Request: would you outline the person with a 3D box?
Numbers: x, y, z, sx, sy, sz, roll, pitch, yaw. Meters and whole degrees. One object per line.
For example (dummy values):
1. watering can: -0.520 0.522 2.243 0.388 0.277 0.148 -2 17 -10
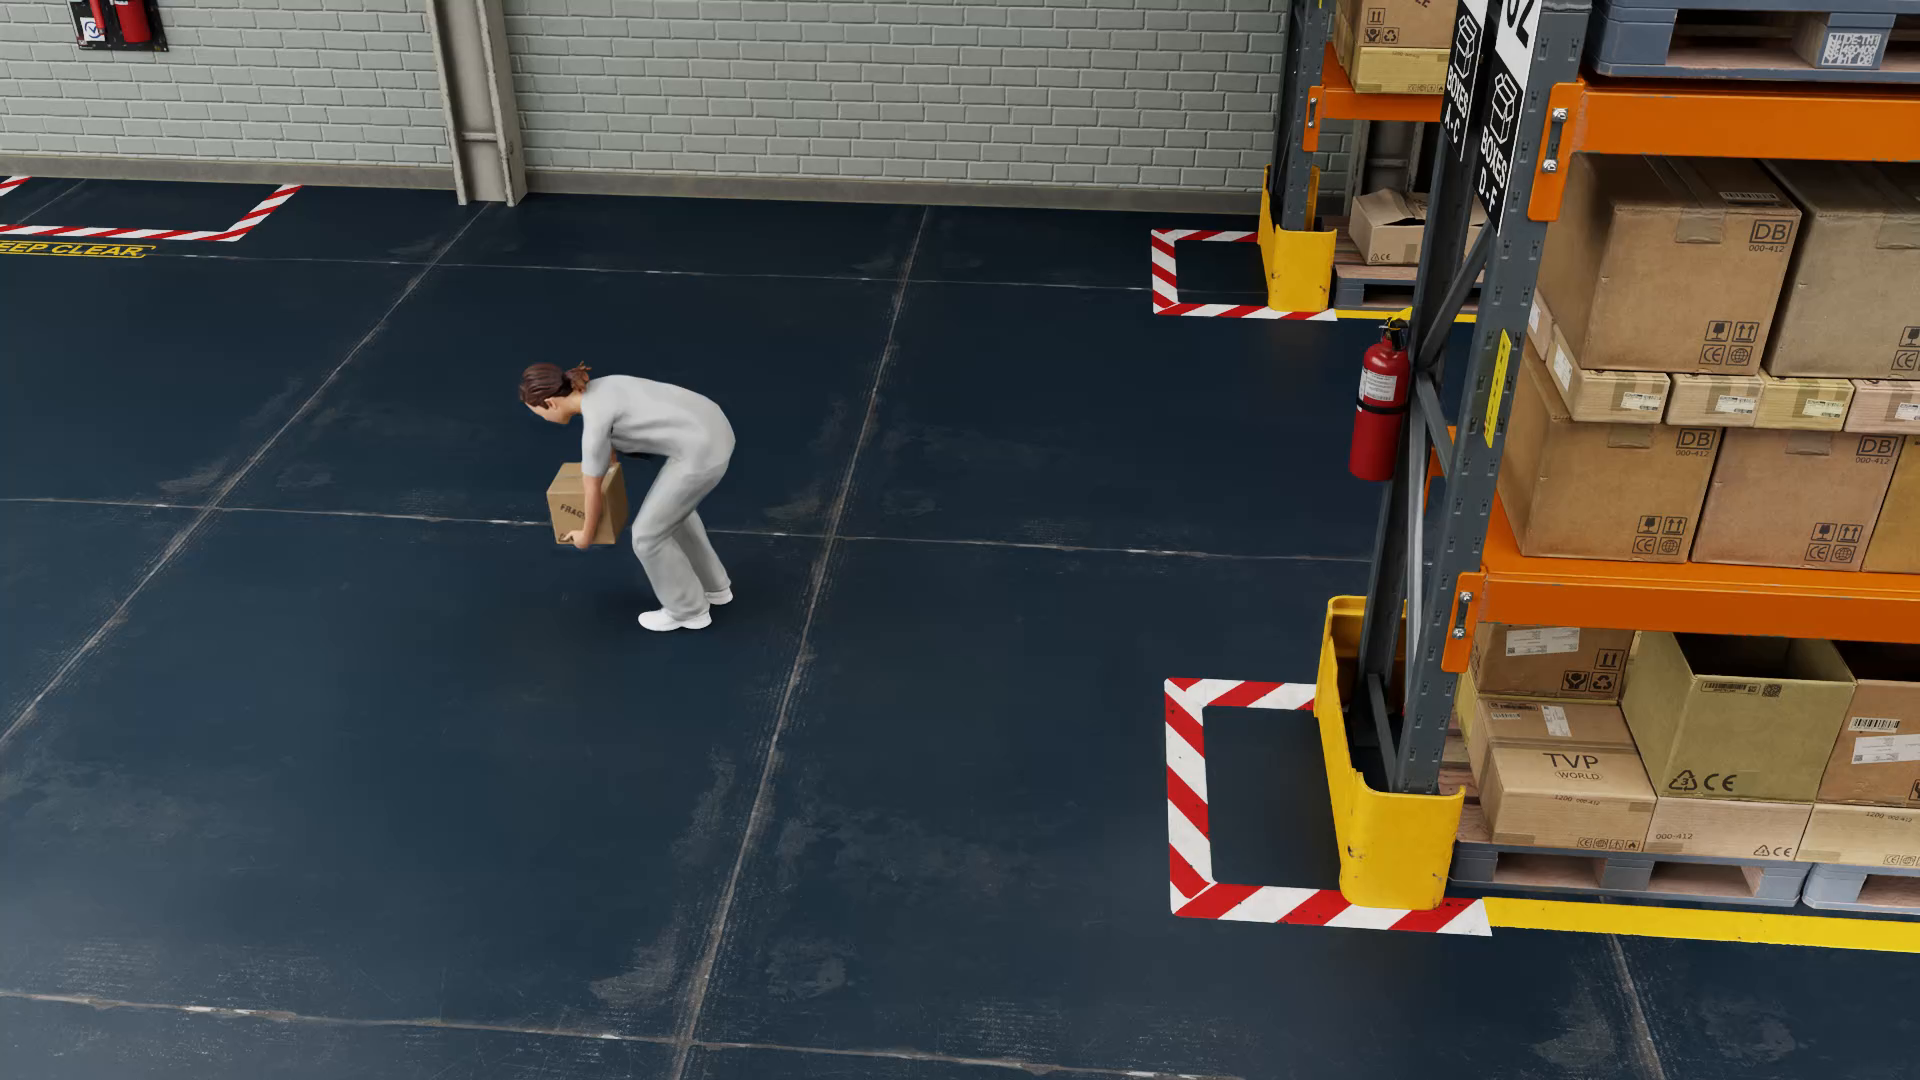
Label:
1. person: -1.343 -0.192 6.904 0.843 1.190 0.429 1 32 2
